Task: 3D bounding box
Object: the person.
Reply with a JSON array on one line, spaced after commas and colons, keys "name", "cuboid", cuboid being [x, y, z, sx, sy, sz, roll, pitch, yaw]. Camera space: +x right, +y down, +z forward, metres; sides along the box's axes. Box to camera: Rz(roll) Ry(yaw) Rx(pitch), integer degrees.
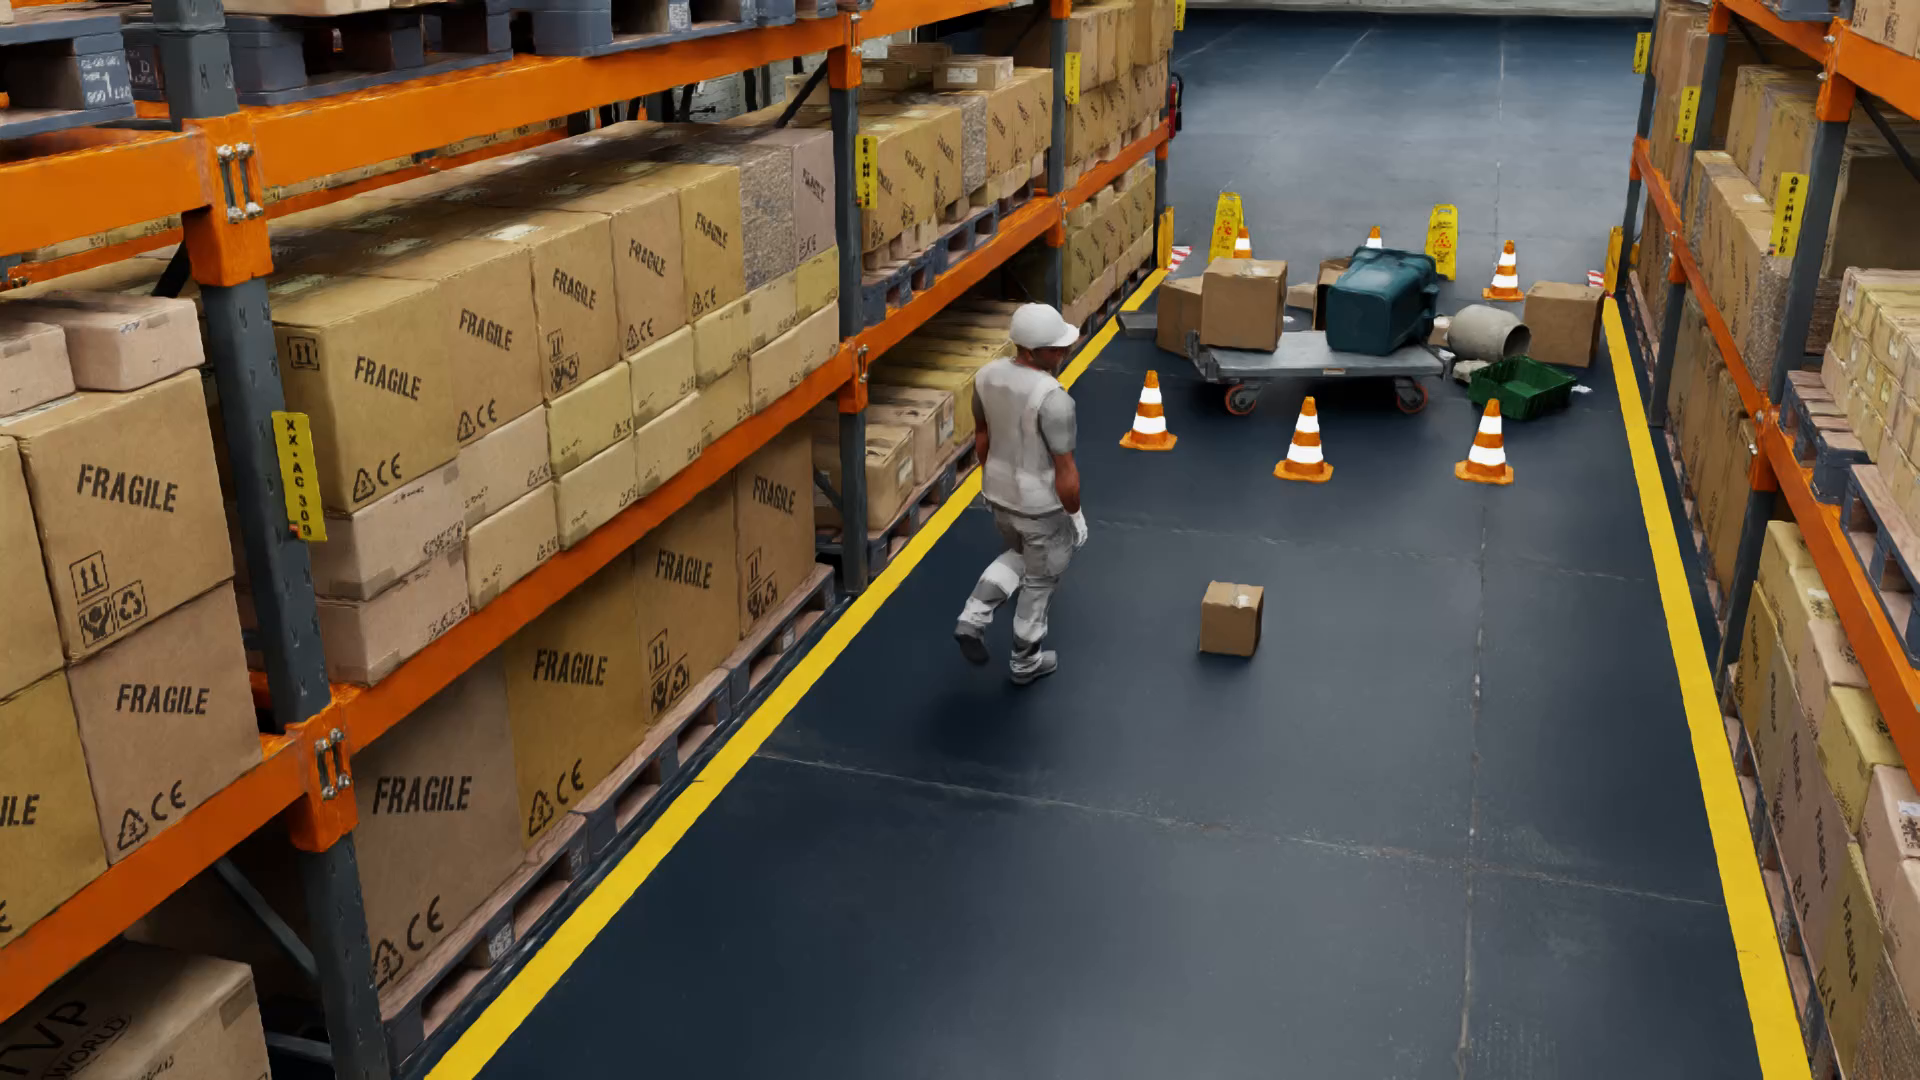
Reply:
[{"name": "person", "cuboid": [15.993, -1.371, 10.078, 27.931, 1.721, 17.352, -19, 29, -40]}]
